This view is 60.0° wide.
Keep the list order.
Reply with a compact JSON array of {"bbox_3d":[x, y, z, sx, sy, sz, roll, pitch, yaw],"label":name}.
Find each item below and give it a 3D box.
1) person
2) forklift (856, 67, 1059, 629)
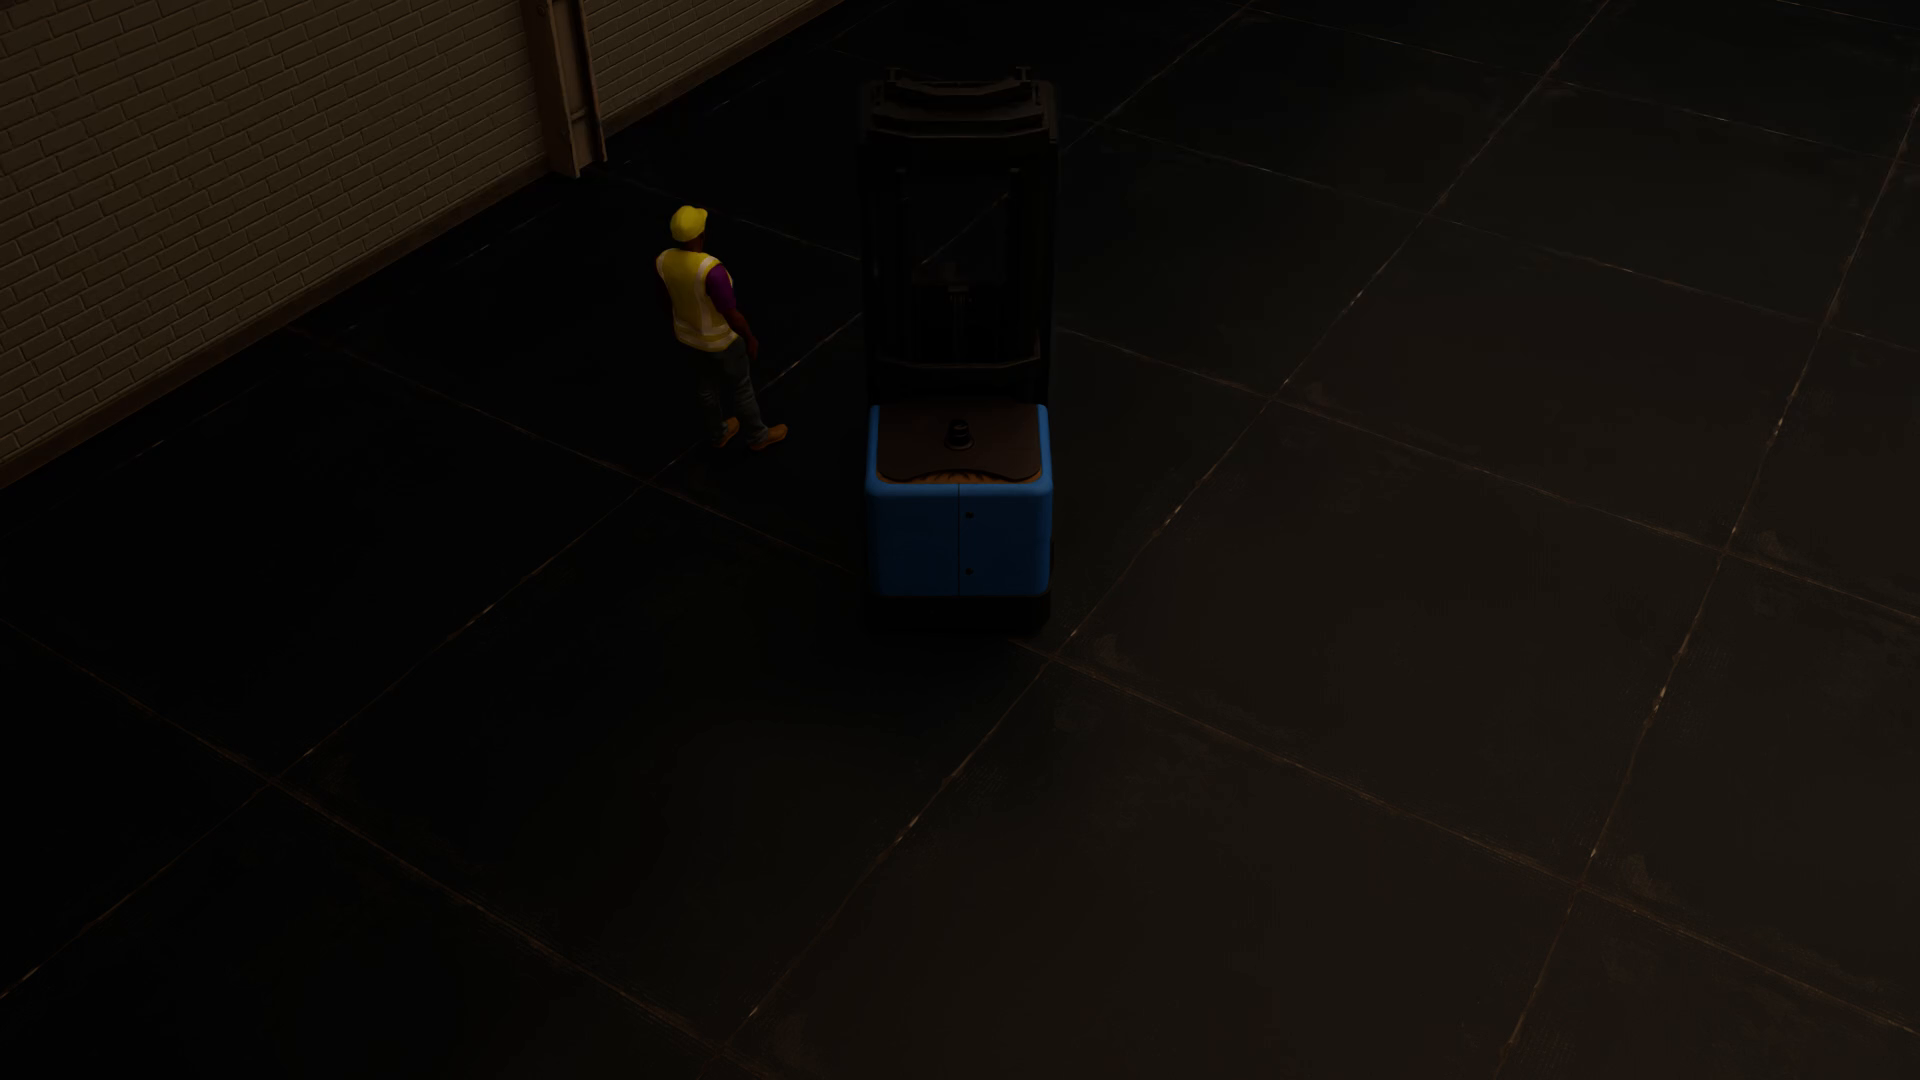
[{"bbox_3d":[-1.528,-1.331,10.436,0.670,1.764,0.561,21,44,23],"label":"person"},{"bbox_3d":[-0.015,-1.537,9.780,1.130,2.935,3.031,0,40,0],"label":"forklift"}]
